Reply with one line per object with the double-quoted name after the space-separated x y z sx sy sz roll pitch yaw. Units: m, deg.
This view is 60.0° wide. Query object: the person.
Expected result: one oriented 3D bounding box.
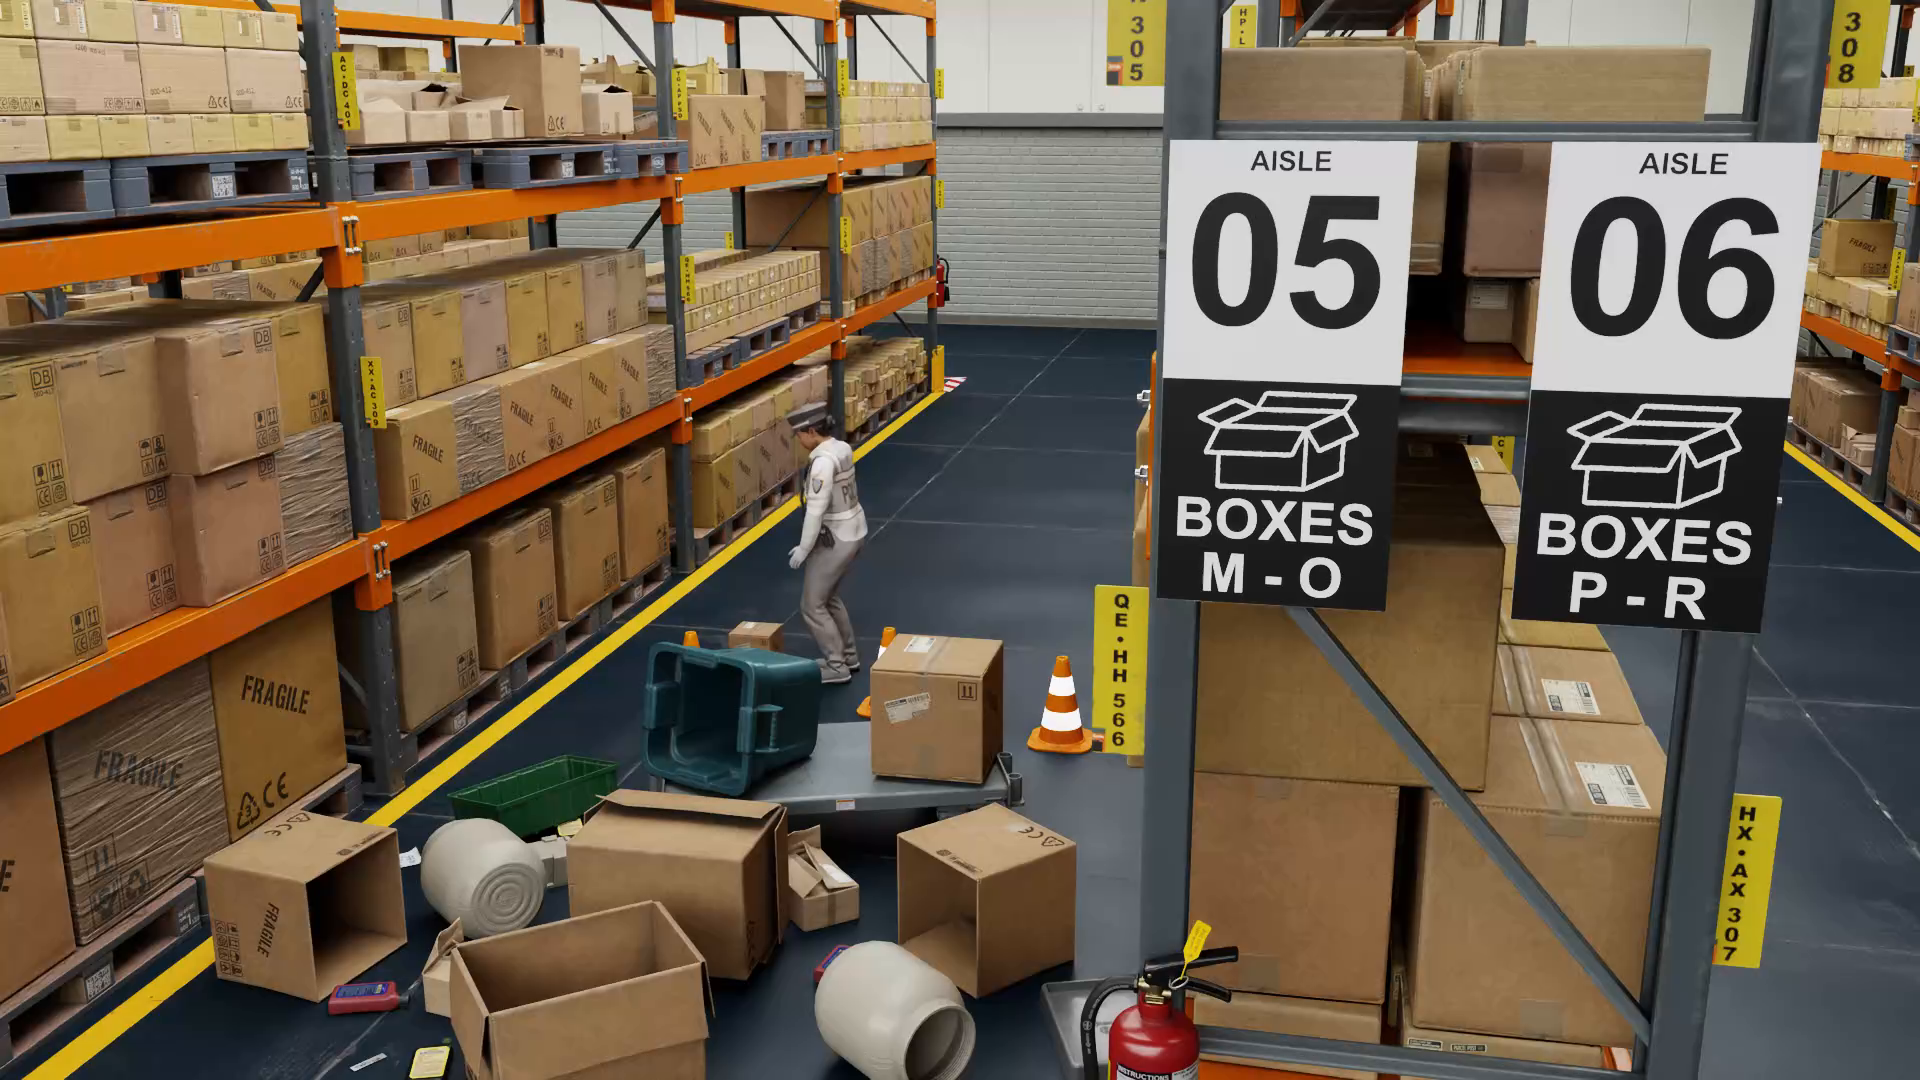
-0.768 0.020 9.537 0.446 1.626 0.500 3 15 13 "person"
